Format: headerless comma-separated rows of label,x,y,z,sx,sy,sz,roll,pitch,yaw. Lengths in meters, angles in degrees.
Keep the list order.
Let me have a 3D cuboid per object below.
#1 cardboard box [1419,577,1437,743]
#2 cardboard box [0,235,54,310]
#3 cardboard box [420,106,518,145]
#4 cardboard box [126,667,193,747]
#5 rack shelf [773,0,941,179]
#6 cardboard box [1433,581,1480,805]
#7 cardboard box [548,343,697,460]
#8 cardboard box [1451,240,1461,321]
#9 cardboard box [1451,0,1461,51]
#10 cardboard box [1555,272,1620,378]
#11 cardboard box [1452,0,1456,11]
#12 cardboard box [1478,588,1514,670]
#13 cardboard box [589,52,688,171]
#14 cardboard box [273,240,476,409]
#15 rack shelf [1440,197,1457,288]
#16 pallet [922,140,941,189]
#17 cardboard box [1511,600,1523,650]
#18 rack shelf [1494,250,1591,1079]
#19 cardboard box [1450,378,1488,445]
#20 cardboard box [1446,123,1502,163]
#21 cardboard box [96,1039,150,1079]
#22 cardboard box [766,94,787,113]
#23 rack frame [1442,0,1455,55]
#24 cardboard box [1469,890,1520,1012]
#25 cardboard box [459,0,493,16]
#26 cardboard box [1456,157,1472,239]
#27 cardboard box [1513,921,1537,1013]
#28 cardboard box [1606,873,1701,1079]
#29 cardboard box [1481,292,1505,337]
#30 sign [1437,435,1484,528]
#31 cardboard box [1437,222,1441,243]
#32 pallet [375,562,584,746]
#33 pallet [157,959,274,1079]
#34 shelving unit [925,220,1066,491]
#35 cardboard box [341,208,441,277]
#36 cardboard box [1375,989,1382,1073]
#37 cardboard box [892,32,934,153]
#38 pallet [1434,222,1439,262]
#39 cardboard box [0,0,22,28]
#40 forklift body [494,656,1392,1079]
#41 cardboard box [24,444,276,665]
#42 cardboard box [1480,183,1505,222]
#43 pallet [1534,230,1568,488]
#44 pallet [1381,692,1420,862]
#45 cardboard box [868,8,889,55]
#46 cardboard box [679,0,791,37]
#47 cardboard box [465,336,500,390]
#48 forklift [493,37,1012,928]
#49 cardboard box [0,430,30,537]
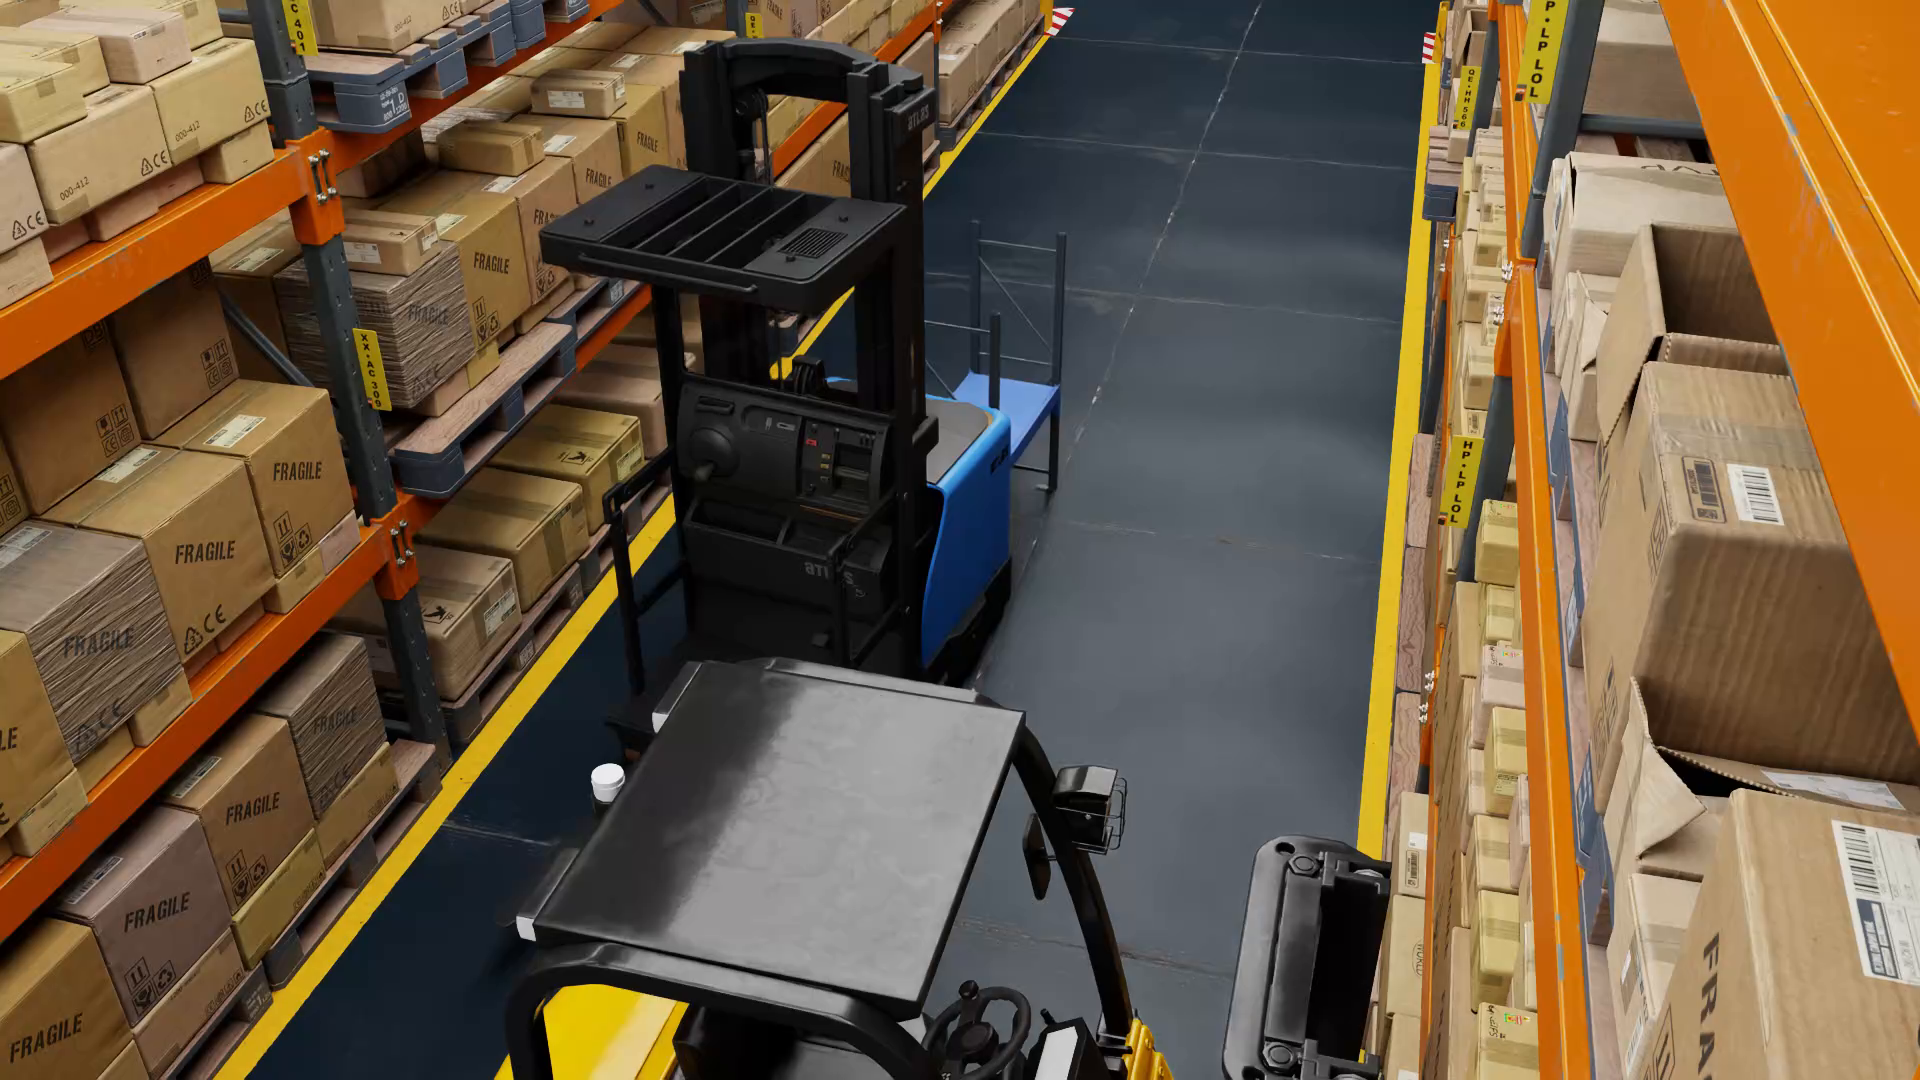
cardboard box,2.432,0.494,6.999,0.875,0.625,0.625,8,33,12
cardboard box,-2.756,-0.753,4.577,0.380,0.149,0.250,9,34,14
cardboard box,-2.408,-1.743,7.934,0.500,0.500,0.500,7,33,11
cardboard box,-2.738,0.511,5.384,0.380,0.149,0.250,8,33,12
rack shelf,-1.174,-3.141,11.565,1.077,0.370,4.000,8,33,12
cardboard box,1.741,0.496,5.081,0.500,0.500,0.500,7,33,11
cardboard box,-2.014,-0.799,9.269,0.950,0.372,0.625,7,33,11
cardboard box,2.639,-1.212,8.000,0.500,0.250,0.500,7,33,11
cardboard box,3.665,-3.538,11.035,0.700,0.500,0.500,8,33,13
cardboard box,1.503,-0.446,3.609,0.380,0.149,0.250,9,34,14
cardboard box,4.904,-4.703,15.288,0.797,0.503,0.637,7,33,10
cardboard box,1.706,0.291,4.798,0.380,0.149,0.250,9,33,14
cardboard box,-1.648,-2.208,8.665,0.500,0.500,0.500,7,33,12
cardboard box,-2.300,-0.880,6.576,0.500,0.500,0.500,9,33,14
rack shelf,3.628,-2.467,10.505,1.077,0.370,4.000,8,33,12
pallet,-0.789,-2.895,13.107,1.003,0.211,1.213,8,33,12
cardboard box,1.703,0.308,4.494,0.380,0.149,0.250,7,33,11
rack shelf,1.598,0.419,3.170,1.077,0.370,4.000,8,33,12
cardboard box,2.107,-0.362,6.197,0.500,0.250,0.500,7,33,11
cardboard box,2.916,-2.197,9.253,0.380,0.149,0.250,9,33,13
cardboard box,-2.976,1.798,5.297,0.500,0.250,0.500,10,34,16
cardboard box,-1.314,-2.783,10.006,0.500,0.250,0.500,8,33,12
rack frame,5.151,-5.884,15.210,1.000,3.000,0.127,8,33,12
cardboard box,1.359,0.956,3.752,0.380,0.149,0.250,7,33,11
cardboard box,-2.033,-2.222,6.402,0.500,0.250,0.500,8,33,12
cardboard box,2.748,-1.687,8.281,0.500,0.250,0.500,8,33,12
cardboard box,1.361,0.966,3.459,0.380,0.149,0.250,8,33,13
cardboard box,1.007,0.568,2.014,0.380,0.149,0.250,7,33,11
cardboard box,2.273,-0.847,6.589,0.380,0.149,0.250,8,33,13
sign,1.578,-0.181,5.233,0.100,0.325,0.005,8,33,12
cardboard box,3.539,-2.174,11.313,0.500,0.500,0.500,7,33,11
pallet,-2.500,0.442,7.858,1.003,0.211,1.213,8,33,12
pallet,-3.140,1.834,5.668,1.003,0.211,1.213,8,33,12
shelving unit,0.122,-0.699,8.452,0.538,1.500,1.048,11,34,17
cardboard box,-2.235,-1.145,6.389,0.380,0.149,0.250,8,33,12
cardboard box,1.558,1.586,5.165,0.500,0.250,0.500,8,33,12
cardboard box,-0.746,-3.430,12.939,0.875,0.875,0.875,9,34,14
pallet,3.966,-2.204,12.021,1.003,0.211,1.213,8,33,12
cardboard box,-3.130,-1.569,5.117,0.380,0.149,0.250,9,34,14
forklift body,-0.193,1.545,4.315,2.313,2.155,1.214,8,33,12
cardboard box,-2.693,0.034,5.530,0.500,0.500,0.500,9,34,14
cardboard box,2.594,-1.510,7.632,0.380,0.149,0.250,8,33,13
pallet,1.914,-0.439,3.932,1.003,0.211,1.213,8,33,12
pallet,2.255,1.132,6.772,1.003,0.211,1.213,8,33,12
cardboard box,-0.813,-3.628,11.801,0.500,0.250,0.500,7,33,11
cardboard box,-1.320,-3.093,9.795,0.500,0.500,0.500,7,33,11
cardboard box,-2.179,-0.774,7.014,0.380,0.149,0.250,9,33,13
forklift,-0.805,-0.310,6.506,1.130,2.935,3.031,13,35,20
cardboard box,-3.322,-0.203,4.970,0.700,0.500,0.500,7,33,11
